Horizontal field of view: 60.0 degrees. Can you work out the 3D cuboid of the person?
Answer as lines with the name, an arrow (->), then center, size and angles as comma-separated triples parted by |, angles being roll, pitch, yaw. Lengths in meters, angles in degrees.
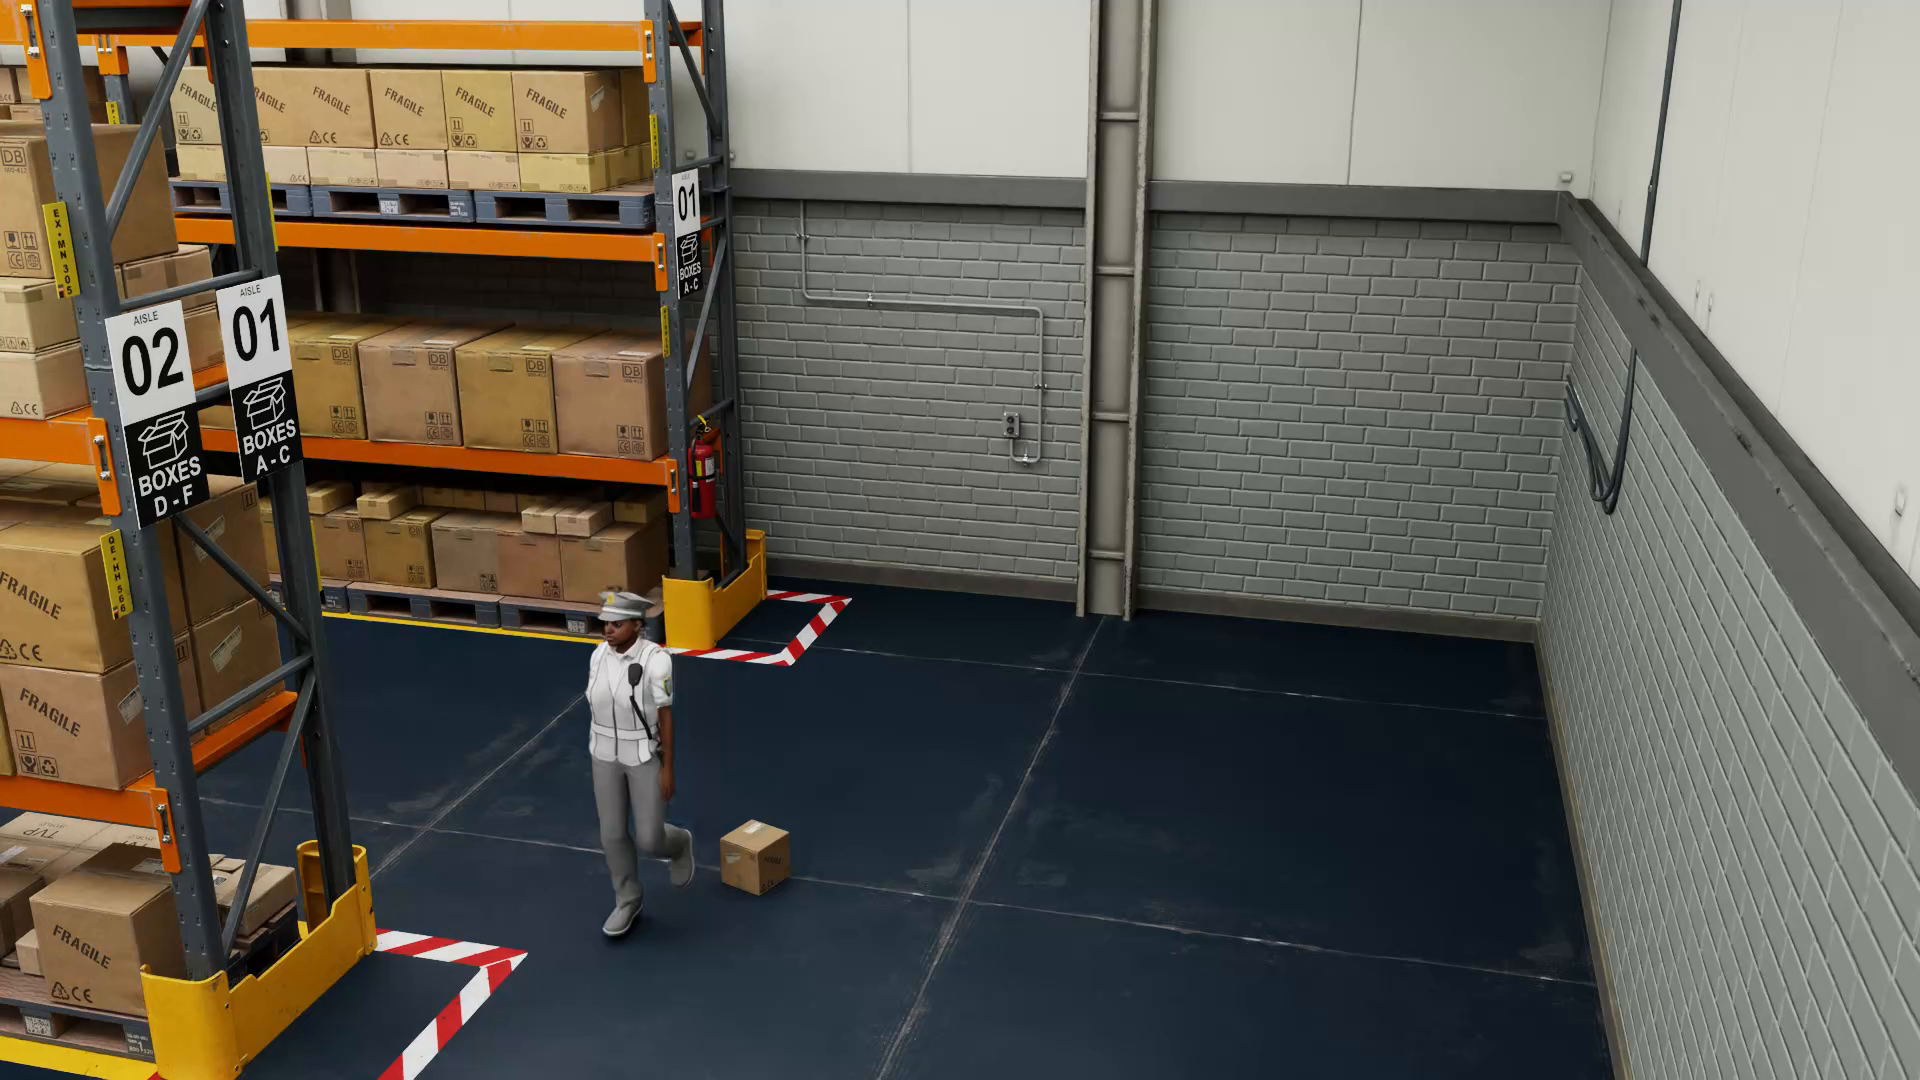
person -> -7.086, 1.545, 6.088 | 10.037, 1.809, 7.324 | 5, 19, 16
